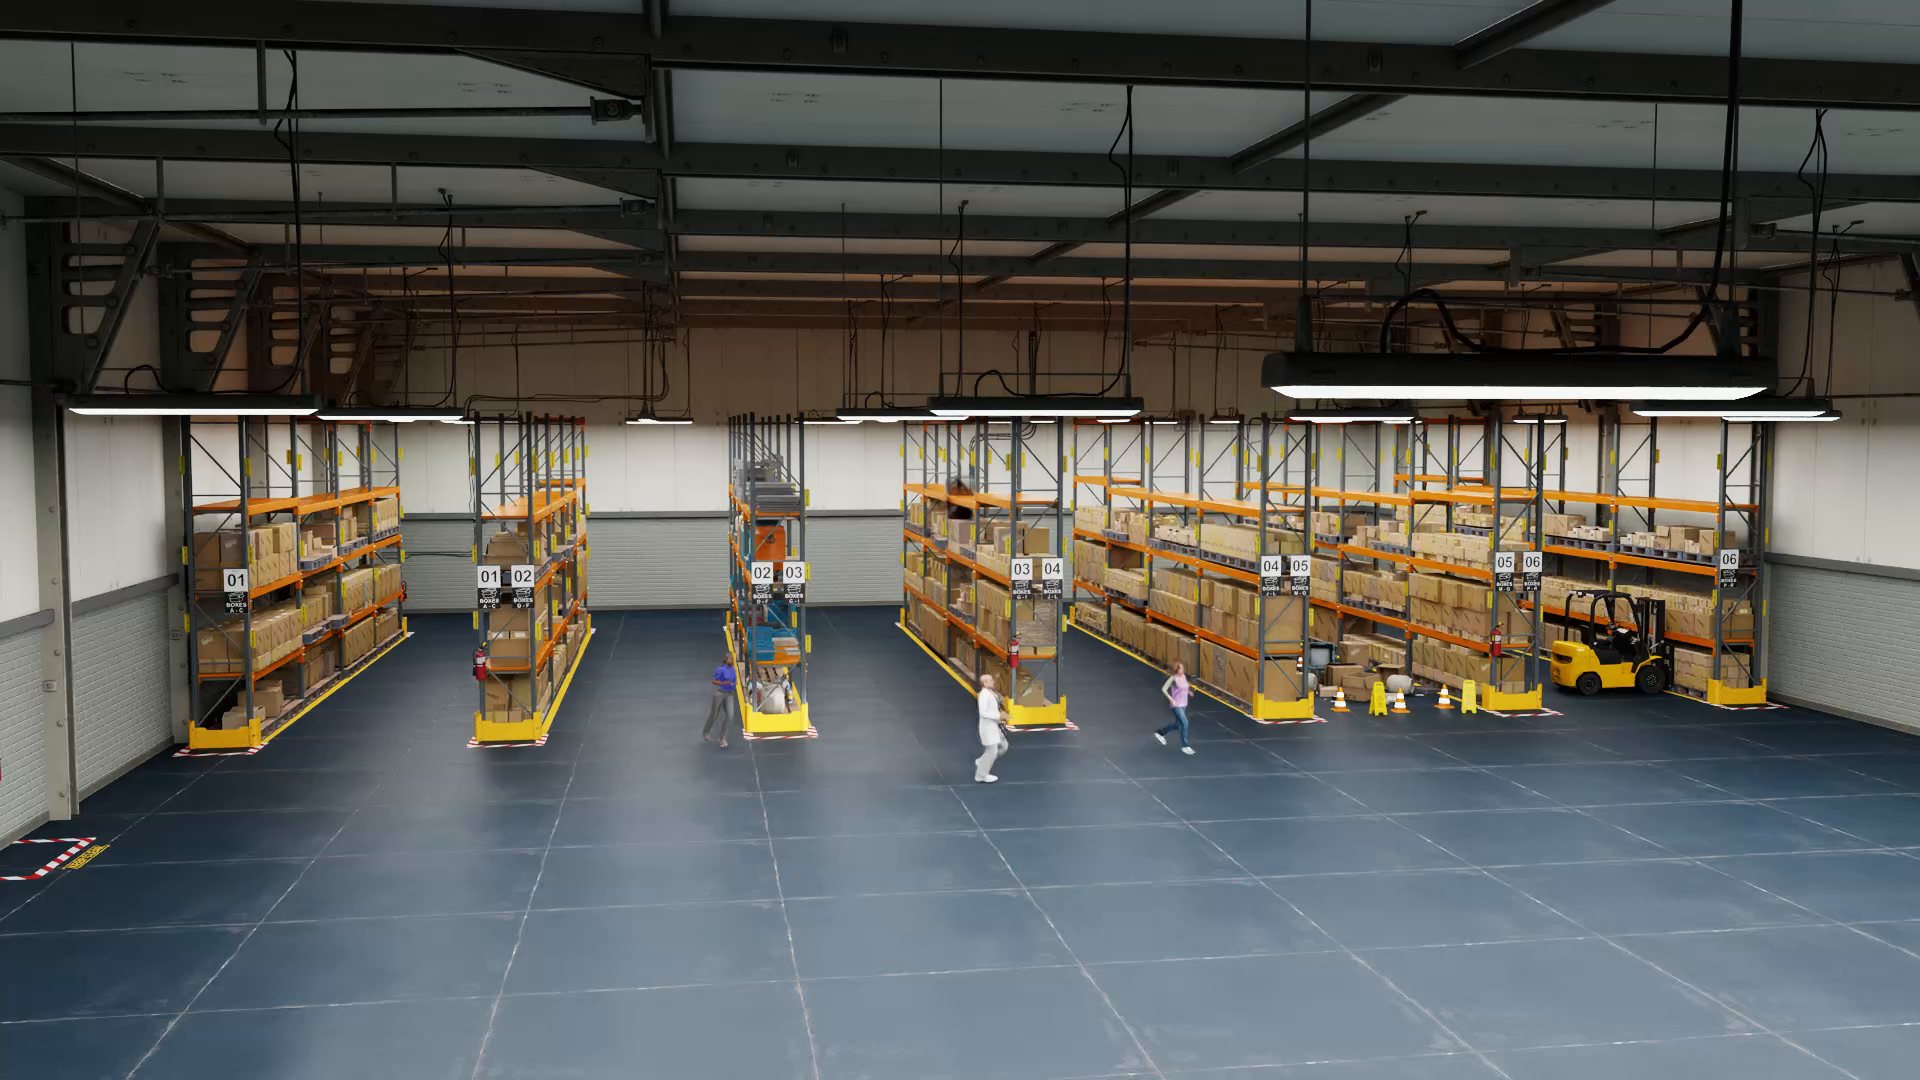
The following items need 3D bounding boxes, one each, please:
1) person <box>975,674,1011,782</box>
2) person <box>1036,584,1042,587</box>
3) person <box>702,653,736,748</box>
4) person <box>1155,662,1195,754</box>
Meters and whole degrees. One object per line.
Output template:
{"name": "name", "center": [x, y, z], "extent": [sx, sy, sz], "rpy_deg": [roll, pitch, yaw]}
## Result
{"name": "person", "center": [0.540, 3.022, 26.773], "extent": [0.630, 1.733, 0.698], "rpy_deg": [1, 4, 13]}
{"name": "person", "center": [2.348, 1.736, 46.497], "extent": [0.616, 1.739, 0.704], "rpy_deg": [0, 4, -5]}
{"name": "person", "center": [-4.267, 2.872, 30.066], "extent": [0.613, 1.676, 0.727], "rpy_deg": [-3, 5, -39]}
{"name": "person", "center": [3.808, 2.936, 29.312], "extent": [0.802, 1.604, 0.528], "rpy_deg": [3, 5, 36]}
